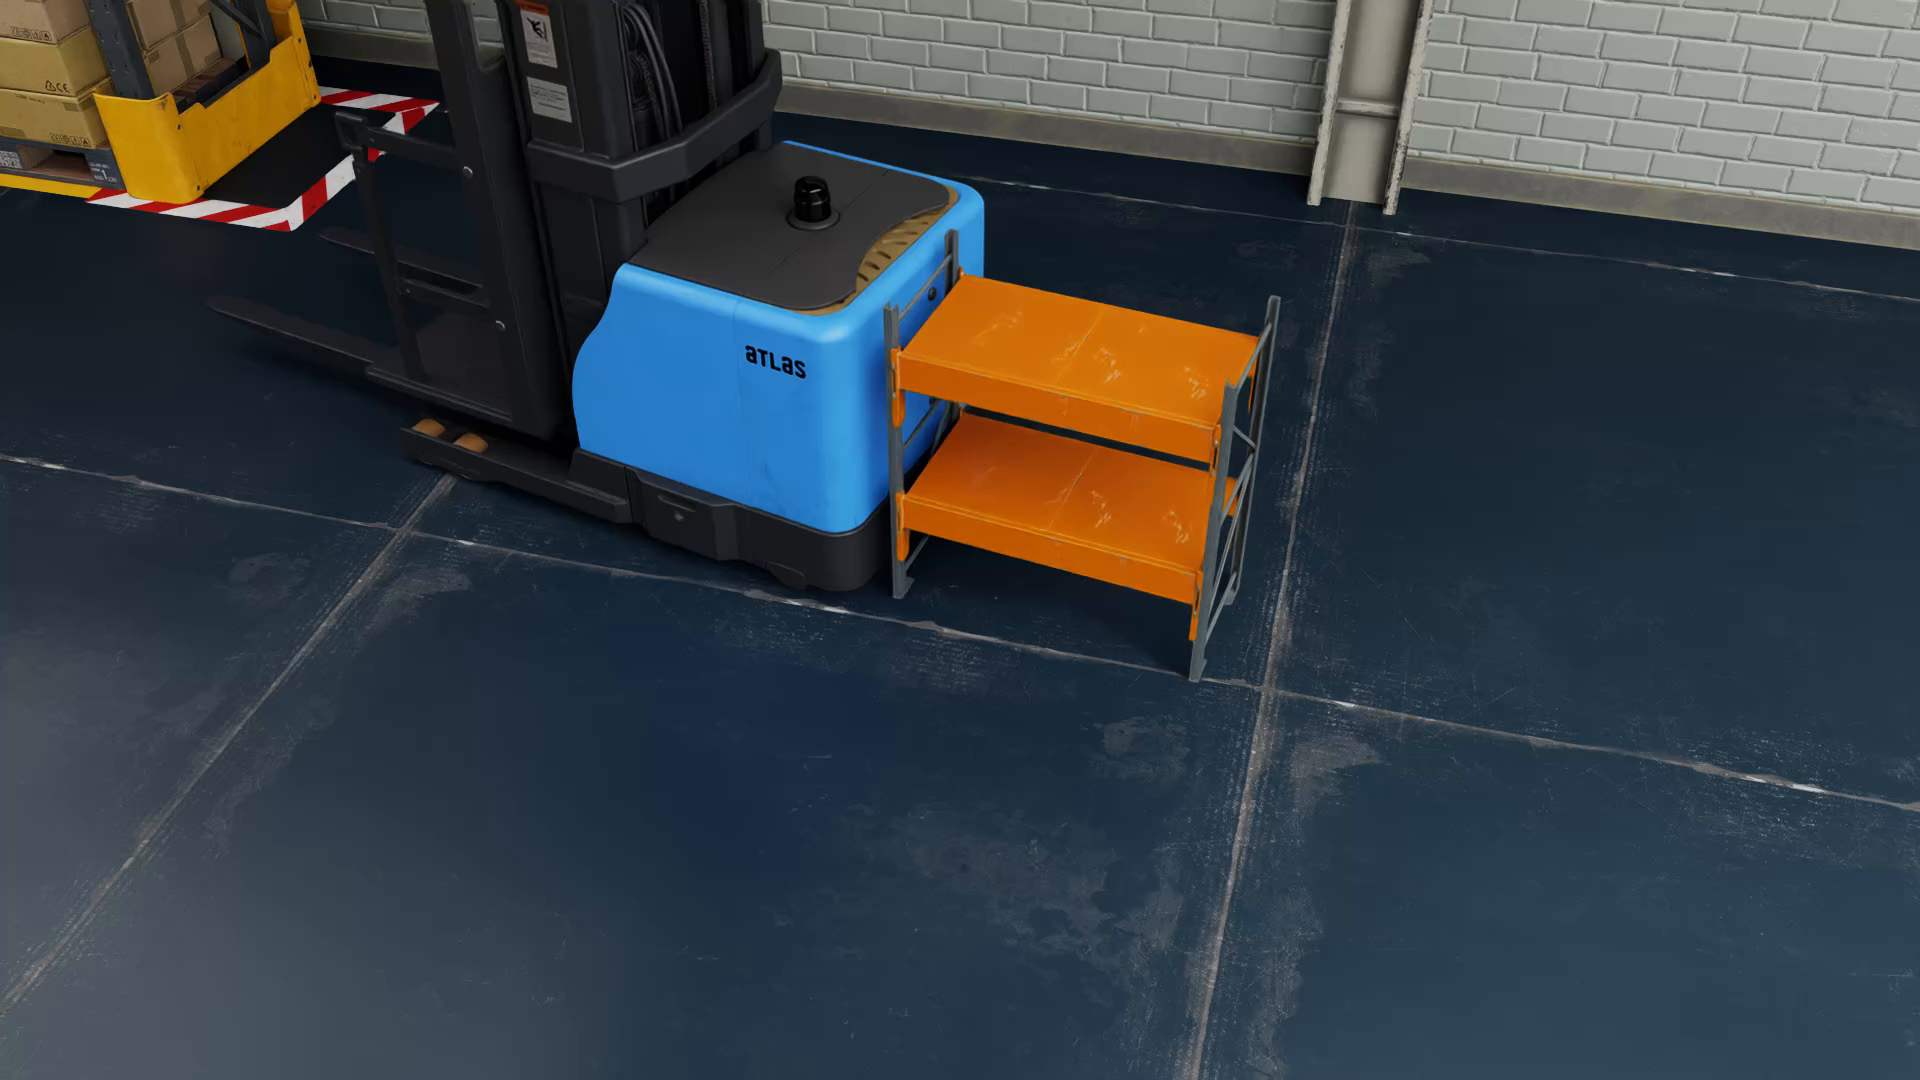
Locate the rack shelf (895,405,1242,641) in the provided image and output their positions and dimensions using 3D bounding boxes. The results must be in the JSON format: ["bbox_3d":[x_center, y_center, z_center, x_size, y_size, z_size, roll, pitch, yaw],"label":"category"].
[{"bbox_3d":[0.357,-0.070,5.339,1.000,0.278,0.538,15,42,17],"label":"rack shelf"}]

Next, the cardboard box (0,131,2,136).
[{"bbox_3d":[-4.562,-2.141,7.779,0.500,0.250,0.500,10,41,11],"label":"cardboard box"}]

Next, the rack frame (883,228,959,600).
[{"bbox_3d":[-0.113,-0.383,5.331,0.032,1.125,0.500,15,42,17],"label":"rack frame"}]

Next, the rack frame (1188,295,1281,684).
[{"bbox_3d":[0.826,-0.132,5.032,0.032,1.125,0.500,15,42,17],"label":"rack frame"}]

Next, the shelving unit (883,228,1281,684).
[{"bbox_3d":[0.357,-0.257,5.182,1.048,1.125,0.538,15,42,17],"label":"shelving unit"}]

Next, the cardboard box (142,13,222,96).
[{"bbox_3d":[-3.972,-2.374,8.056,0.500,0.250,0.500,10,41,12],"label":"cardboard box"}]

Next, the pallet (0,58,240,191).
[{"bbox_3d":[-4.298,-2.096,8.082,1.213,0.211,1.003,10,41,11],"label":"pallet"}]

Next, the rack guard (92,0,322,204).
[{"bbox_3d":[-3.525,-2.102,7.864,0.348,0.500,1.175,10,41,11],"label":"rack guard"}]

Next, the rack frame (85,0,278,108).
[{"bbox_3d":[-3.548,-3.063,7.065,0.127,3.000,1.000,10,41,11],"label":"rack frame"}]

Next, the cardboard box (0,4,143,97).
[{"bbox_3d":[-4.099,-2.249,7.518,0.500,0.250,0.500,9,41,11],"label":"cardboard box"}]

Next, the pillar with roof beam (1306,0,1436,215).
[{"bbox_3d":[0.696,-2.364,1.568,0.400,9.000,9.100,10,41,11],"label":"pillar with roof beam"}]

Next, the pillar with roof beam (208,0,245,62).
[{"bbox_3d":[-5.100,-3.361,2.755,0.400,9.000,9.100,10,41,11],"label":"pillar with roof beam"}]

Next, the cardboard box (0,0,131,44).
[{"bbox_3d":[-4.074,-2.437,7.353,0.500,0.250,0.500,11,41,13],"label":"cardboard box"}]

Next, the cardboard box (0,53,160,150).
[{"bbox_3d":[-4.084,-2.053,7.673,0.500,0.250,0.500,10,41,12],"label":"cardboard box"}]

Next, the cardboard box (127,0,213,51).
[{"bbox_3d":[-3.949,-2.570,7.900,0.500,0.250,0.500,10,41,12],"label":"cardboard box"}]

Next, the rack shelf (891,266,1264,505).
[{"bbox_3d":[0.357,-0.482,4.994,1.000,0.278,0.538,15,42,17],"label":"rack shelf"}]

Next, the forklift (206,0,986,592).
[{"bbox_3d":[-1.454,-1.620,5.400,3.031,2.935,1.130,18,43,21],"label":"forklift"}]
